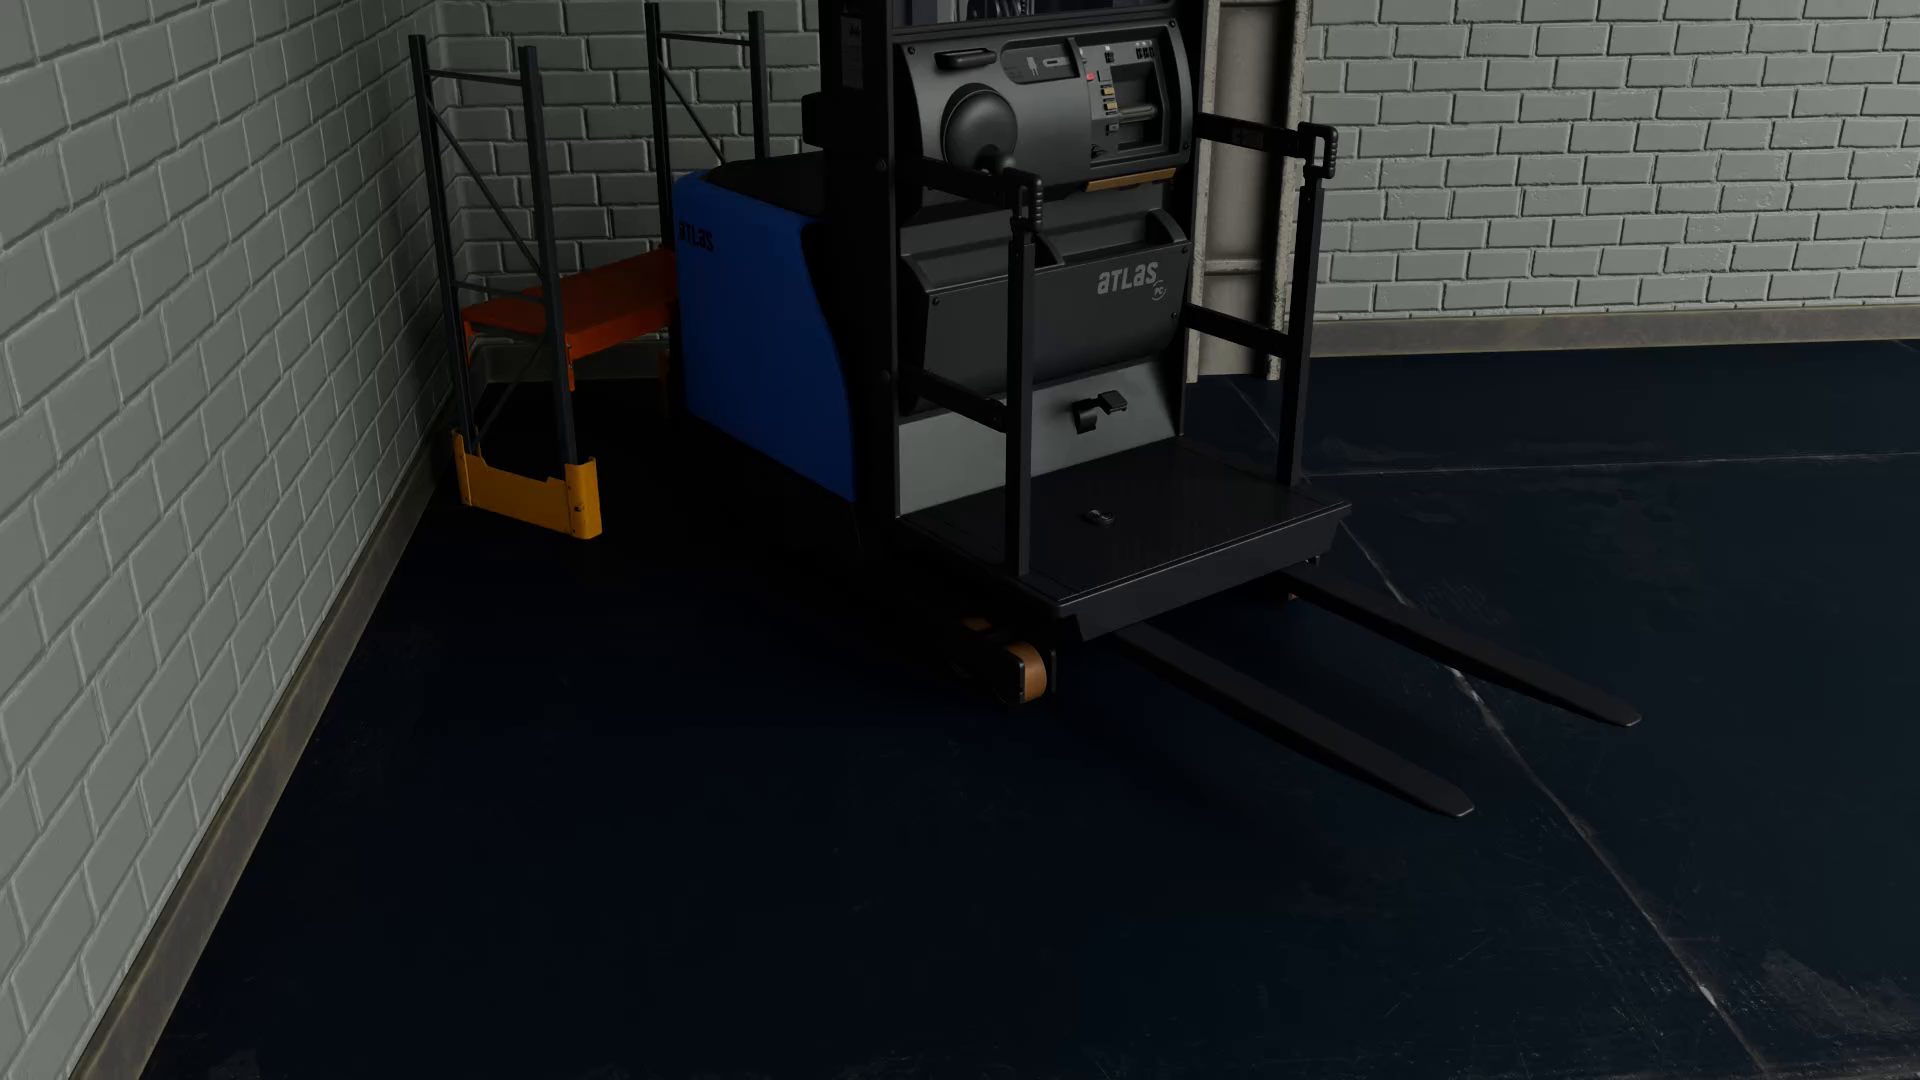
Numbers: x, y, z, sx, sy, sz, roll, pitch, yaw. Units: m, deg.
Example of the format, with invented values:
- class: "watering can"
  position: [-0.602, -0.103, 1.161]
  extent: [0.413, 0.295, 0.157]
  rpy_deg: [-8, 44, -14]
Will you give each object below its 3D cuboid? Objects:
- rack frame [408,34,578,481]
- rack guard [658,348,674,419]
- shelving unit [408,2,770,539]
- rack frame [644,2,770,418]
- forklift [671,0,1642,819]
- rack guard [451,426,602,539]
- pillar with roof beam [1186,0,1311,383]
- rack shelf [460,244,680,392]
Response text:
- class: "rack frame"
  position: [-1.413, -0.756, 5.104]
  extent: [0.500, 1.500, 0.032]
  rpy_deg: [15, 28, 30]
- class: "rack guard"
  position: [-0.865, -0.532, 6.139]
  extent: [0.587, 0.250, 0.087]
  rpy_deg: [15, 28, 30]
- class: "shelving unit"
  position: [-1.134, -0.933, 5.502]
  extent: [0.587, 1.500, 1.083]
  rpy_deg: [15, 28, 30]
- class: "rack frame"
  position: [-0.864, -1.104, 5.886]
  extent: [0.500, 1.500, 0.032]
  rpy_deg: [15, 28, 30]
- class: "forklift"
  position: [0.376, -1.138, 4.201]
  extent: [1.130, 2.935, 3.031]
  rpy_deg: [-17, 29, -33]
- class: "rack guard"
  position: [-1.403, -0.192, 5.373]
  extent: [0.587, 0.250, 0.087]
  rpy_deg: [15, 28, 30]
- class: "pillar with roof beam"
  position: [1.500, -3.073, 1.084]
  extent: [0.400, 9.000, 9.100]
  rpy_deg: [-2, 24, -5]
- class: "rack shelf"
  position: [-1.139, -0.765, 5.568]
  extent: [0.538, 0.185, 1.000]
  rpy_deg: [15, 28, 30]
